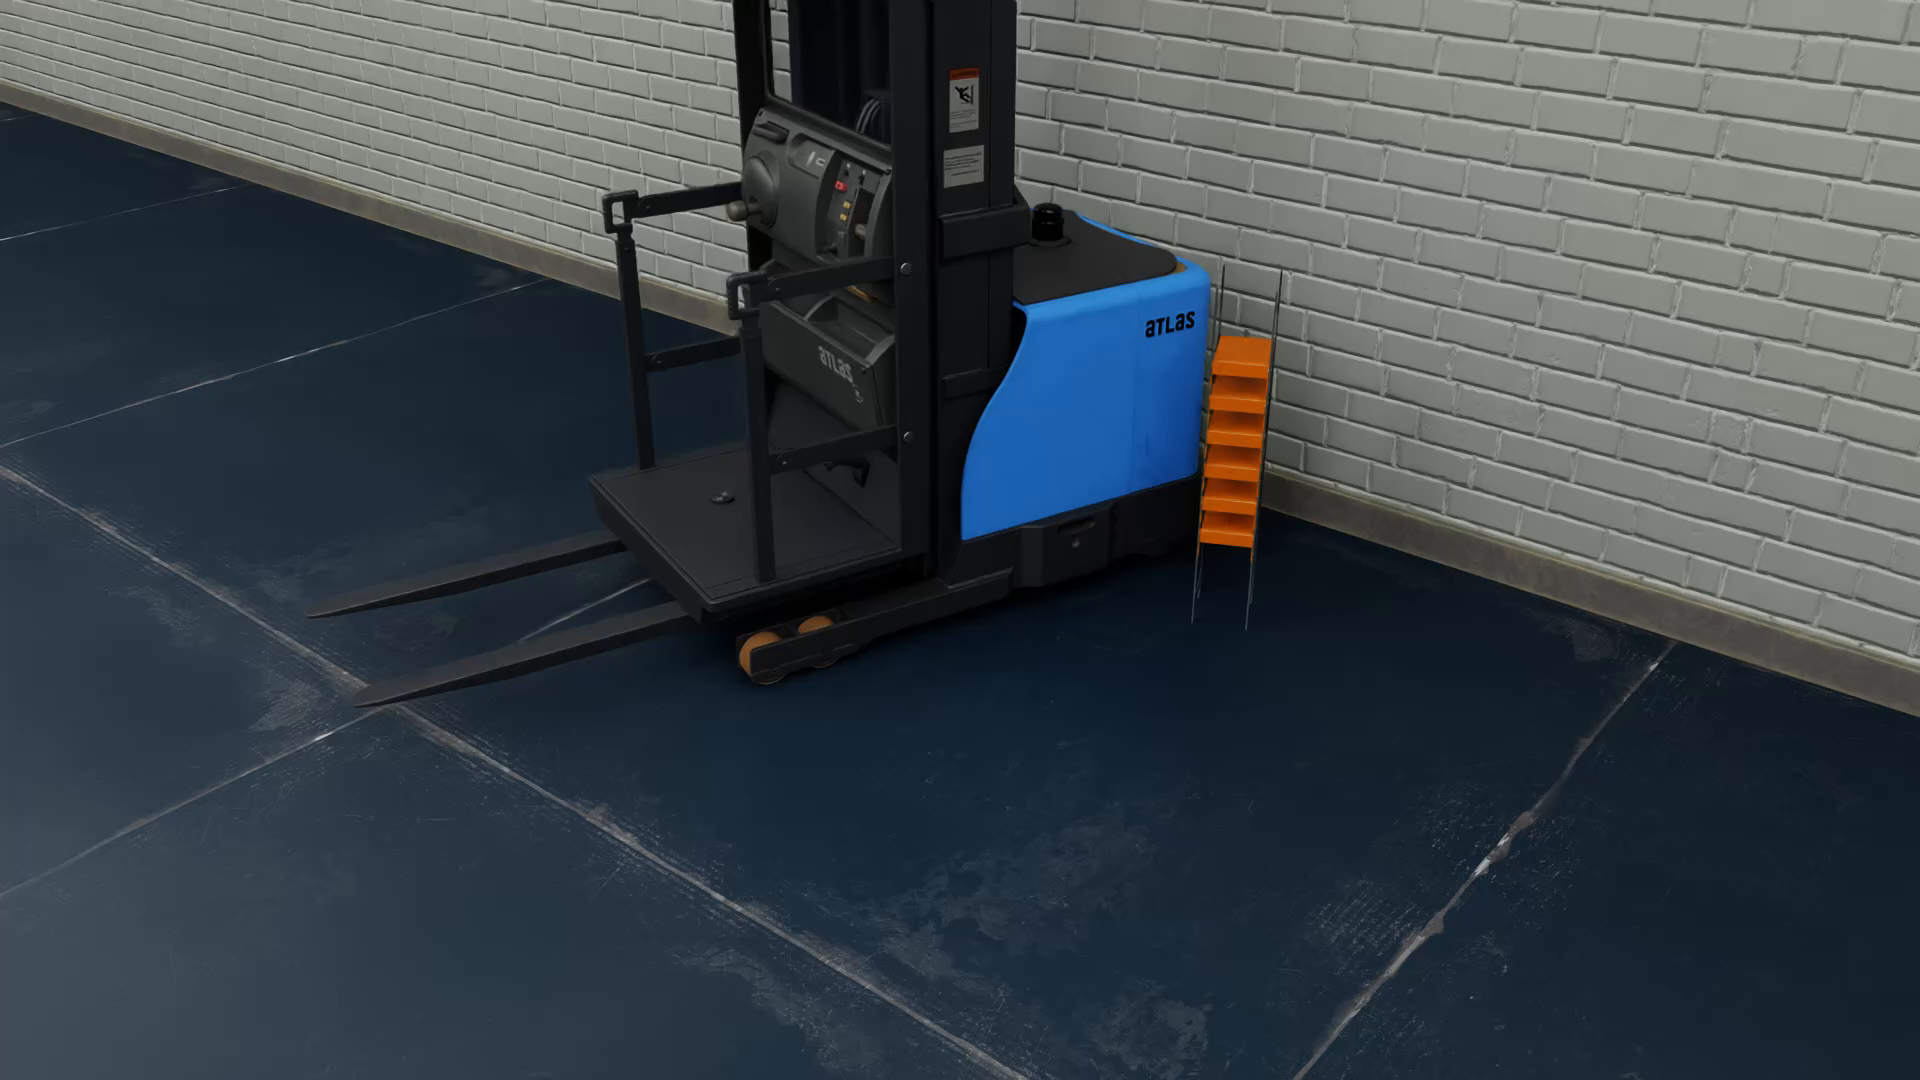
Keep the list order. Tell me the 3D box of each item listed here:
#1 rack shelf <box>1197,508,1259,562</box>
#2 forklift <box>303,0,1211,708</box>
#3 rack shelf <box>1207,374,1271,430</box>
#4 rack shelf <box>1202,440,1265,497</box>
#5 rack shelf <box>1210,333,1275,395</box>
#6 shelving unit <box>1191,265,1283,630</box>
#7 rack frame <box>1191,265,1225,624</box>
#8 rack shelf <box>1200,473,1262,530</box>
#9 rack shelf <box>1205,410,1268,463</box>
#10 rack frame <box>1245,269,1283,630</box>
[{"bbox_3d":[0.912,-0.037,5.635,0.180,0.103,0.258,6,28,12],"label":"rack shelf"},{"bbox_3d":[-0.643,-1.114,5.214,3.031,2.935,1.130,-16,31,-28],"label":"forklift"},{"bbox_3d":[0.912,-0.463,5.414,0.180,0.103,0.258,6,28,12],"label":"rack shelf"},{"bbox_3d":[0.912,-0.250,5.524,0.180,0.103,0.258,6,28,12],"label":"rack shelf"},{"bbox_3d":[0.912,-0.570,5.359,0.180,0.103,0.258,6,28,12],"label":"rack shelf"},{"bbox_3d":[0.912,-0.290,5.504,0.189,1.200,0.258,6,28,12],"label":"shelving unit"},{"bbox_3d":[0.823,-0.299,5.523,0.006,1.200,0.240,6,28,12],"label":"rack frame"},{"bbox_3d":[0.912,-0.144,5.580,0.180,0.103,0.258,6,28,12],"label":"rack shelf"},{"bbox_3d":[0.912,-0.357,5.469,0.180,0.103,0.258,6,28,12],"label":"rack shelf"},{"bbox_3d":[1.001,-0.280,5.485,0.006,1.200,0.240,6,28,12],"label":"rack frame"}]
